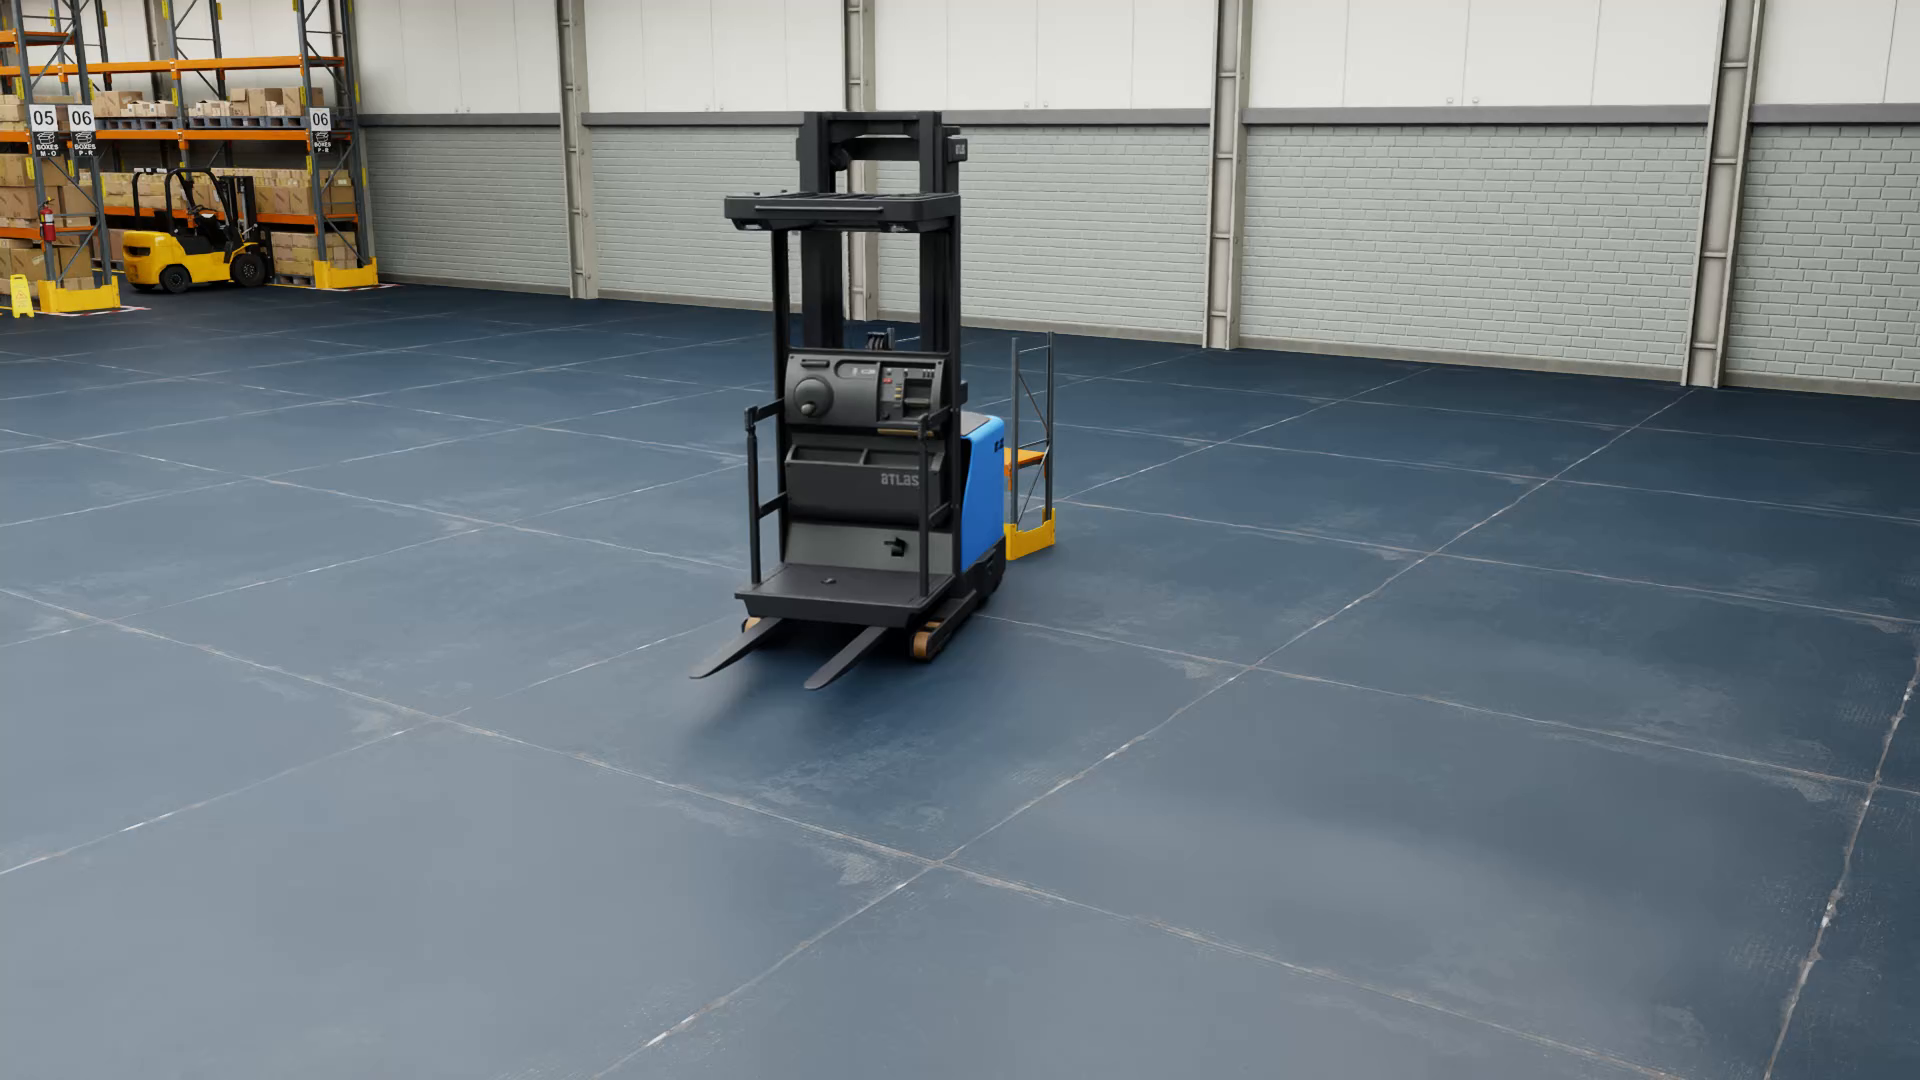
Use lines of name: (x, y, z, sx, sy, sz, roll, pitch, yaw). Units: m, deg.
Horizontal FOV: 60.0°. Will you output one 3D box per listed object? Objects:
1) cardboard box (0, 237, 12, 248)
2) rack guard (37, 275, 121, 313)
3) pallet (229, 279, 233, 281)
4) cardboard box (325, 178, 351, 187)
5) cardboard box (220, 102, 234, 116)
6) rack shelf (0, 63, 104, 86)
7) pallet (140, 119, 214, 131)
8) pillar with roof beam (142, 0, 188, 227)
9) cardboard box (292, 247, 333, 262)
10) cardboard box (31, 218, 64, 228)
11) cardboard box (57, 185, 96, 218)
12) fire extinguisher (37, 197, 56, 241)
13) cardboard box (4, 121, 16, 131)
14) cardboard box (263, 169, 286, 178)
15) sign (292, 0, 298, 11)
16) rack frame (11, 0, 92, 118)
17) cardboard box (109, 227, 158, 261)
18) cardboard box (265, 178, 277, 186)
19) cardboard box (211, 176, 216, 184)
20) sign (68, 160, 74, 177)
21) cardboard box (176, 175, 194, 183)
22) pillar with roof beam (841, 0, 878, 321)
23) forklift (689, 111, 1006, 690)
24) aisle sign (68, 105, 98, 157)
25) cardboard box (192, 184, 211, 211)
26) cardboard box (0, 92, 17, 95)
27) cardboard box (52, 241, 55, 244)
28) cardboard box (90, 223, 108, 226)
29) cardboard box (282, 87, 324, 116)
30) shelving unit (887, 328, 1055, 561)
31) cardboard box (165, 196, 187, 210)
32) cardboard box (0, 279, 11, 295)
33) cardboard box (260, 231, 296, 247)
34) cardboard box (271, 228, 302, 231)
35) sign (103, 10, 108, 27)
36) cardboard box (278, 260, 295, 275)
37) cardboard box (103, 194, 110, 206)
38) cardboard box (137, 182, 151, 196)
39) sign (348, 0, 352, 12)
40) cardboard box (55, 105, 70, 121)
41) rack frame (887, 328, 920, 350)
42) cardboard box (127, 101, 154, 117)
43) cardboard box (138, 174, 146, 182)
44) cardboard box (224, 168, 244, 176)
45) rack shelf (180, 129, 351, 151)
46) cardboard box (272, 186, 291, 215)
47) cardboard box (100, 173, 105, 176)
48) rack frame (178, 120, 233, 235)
cardboard box: (-15.507, -4.852, 27.119, 0.250, 0.149, 0.380, 10, 17, 34)
rack guard: (-14.211, -3.975, 26.841, 0.348, 0.500, 1.175, 9, 17, 33)
pallet: (-14.063, -5.236, 32.537, 1.213, 0.211, 1.003, 9, 17, 33)
cardboard box: (-11.517, -6.629, 30.802, 0.250, 0.149, 0.380, 9, 16, 31)
cardboard box: (-13.638, -8.089, 31.211, 0.258, 0.266, 0.396, 9, 16, 31)
rack shelf: (-19.678, -9.878, 35.331, 4.000, 0.370, 1.077, 9, 17, 33)
pallet: (-15.439, -8.184, 32.797, 1.217, 0.209, 0.805, 8, 16, 31)
pillar with roof beam: (-18.837, -9.300, 30.665, 0.400, 9.000, 9.100, 9, 17, 33)
cardboard box: (-11.959, -5.283, 30.731, 0.500, 0.250, 0.500, 9, 16, 32)
cardboard box: (-14.577, -5.064, 26.560, 0.250, 0.149, 0.380, 10, 17, 35)
cardboard box: (-14.386, -5.490, 26.932, 0.500, 0.500, 0.500, 9, 16, 32)
fire extinguisher: (-14.310, -5.034, 26.076, 0.183, 0.674, 0.296, 9, 17, 33)
cardboard box: (-14.825, -6.531, 26.246, 0.250, 0.149, 0.380, 9, 17, 33)
cardboard box: (-12.693, -6.800, 30.873, 0.250, 0.149, 0.380, 10, 17, 34)
sign: (-11.695, -9.466, 29.228, 0.005, 0.325, 0.100, 9, 17, 33)
rack frame: (-14.148, -8.090, 25.779, 0.127, 3.000, 1.000, 9, 17, 33)
cardboard box: (-16.962, -6.120, 34.372, 0.625, 0.625, 0.875, 10, 17, 35)
cardboard box: (-12.682, -6.660, 30.926, 0.250, 0.149, 0.380, 9, 16, 31)
cardboard box: (-14.134, -6.909, 31.934, 0.250, 0.149, 0.380, 9, 17, 33)
sign: (-18.314, -7.656, 34.262, 0.005, 0.325, 0.100, 9, 17, 33)
cardboard box: (-15.107, -7.070, 32.583, 0.250, 0.149, 0.380, 10, 17, 35)
pillar with roof beam: (-3.901, -6.886, 20.913, 0.400, 9.000, 9.100, 9, 17, 33)
forklift: (-0.599, -0.861, 9.201, 1.130, 2.935, 3.031, 4, 14, 15)
aisle sign: (-13.923, -6.494, 26.403, 0.004, 0.787, 0.394, 9, 17, 33)
cardboard box: (-14.477, -6.642, 32.204, 0.500, 0.500, 0.500, 9, 16, 31)
cardboard box: (-20.808, -9.654, 36.295, 0.258, 0.266, 0.396, 9, 17, 33)
cardboard box: (-19.335, -6.385, 35.700, 0.500, 0.500, 0.500, 10, 17, 35)
cardboard box: (-18.483, -6.720, 35.705, 0.250, 0.149, 0.380, 10, 17, 35)
cardboard box: (-11.884, -7.936, 30.108, 0.500, 0.500, 0.500, 10, 17, 35)
shelving unit: (0.063, -0.718, 11.602, 1.083, 1.500, 0.587, 9, 17, 33)
cardboard box: (-15.264, -6.648, 32.747, 0.500, 0.250, 0.500, 10, 17, 34)
cardboard box: (-15.394, -4.173, 27.288, 0.500, 0.250, 0.500, 9, 17, 33)
cardboard box: (-12.788, -5.656, 31.195, 0.500, 0.250, 0.500, 9, 17, 34)
cardboard box: (-12.921, -5.831, 31.903, 0.500, 0.250, 0.500, 9, 16, 32)
sign: (-17.712, -10.795, 34.430, 0.005, 0.325, 0.100, 9, 17, 33)
cardboard box: (-12.354, -5.106, 31.057, 0.500, 0.250, 0.500, 9, 17, 33)
cardboard box: (-17.372, -6.992, 34.138, 0.500, 0.250, 0.500, 9, 16, 32)
cardboard box: (-16.102, -7.027, 33.239, 0.500, 0.250, 0.500, 10, 17, 34)
sign: (-11.066, -9.721, 30.091, 0.005, 0.325, 0.100, 9, 17, 33)
cardboard box: (-14.416, -6.827, 26.608, 0.500, 0.250, 0.500, 9, 16, 32)
rack frame: (-0.351, -0.785, 11.872, 0.032, 1.500, 0.500, 9, 17, 33)
cardboard box: (-16.073, -8.522, 32.866, 0.500, 0.311, 0.500, 9, 16, 31)
cardboard box: (-16.184, -7.235, 33.251, 0.250, 0.149, 0.380, 9, 17, 33)
cardboard box: (-13.730, -6.977, 31.588, 0.250, 0.149, 0.380, 9, 16, 32)
rack shelf: (-13.040, -7.544, 31.309, 4.000, 0.370, 1.077, 9, 17, 33)
cardboard box: (-12.361, -6.302, 30.831, 0.500, 0.500, 0.500, 10, 17, 35)
cardboard box: (-17.469, -7.438, 34.072, 0.250, 0.149, 0.380, 10, 17, 34)
rack frame: (-14.700, -6.705, 32.667, 0.127, 3.000, 1.000, 9, 17, 33)
